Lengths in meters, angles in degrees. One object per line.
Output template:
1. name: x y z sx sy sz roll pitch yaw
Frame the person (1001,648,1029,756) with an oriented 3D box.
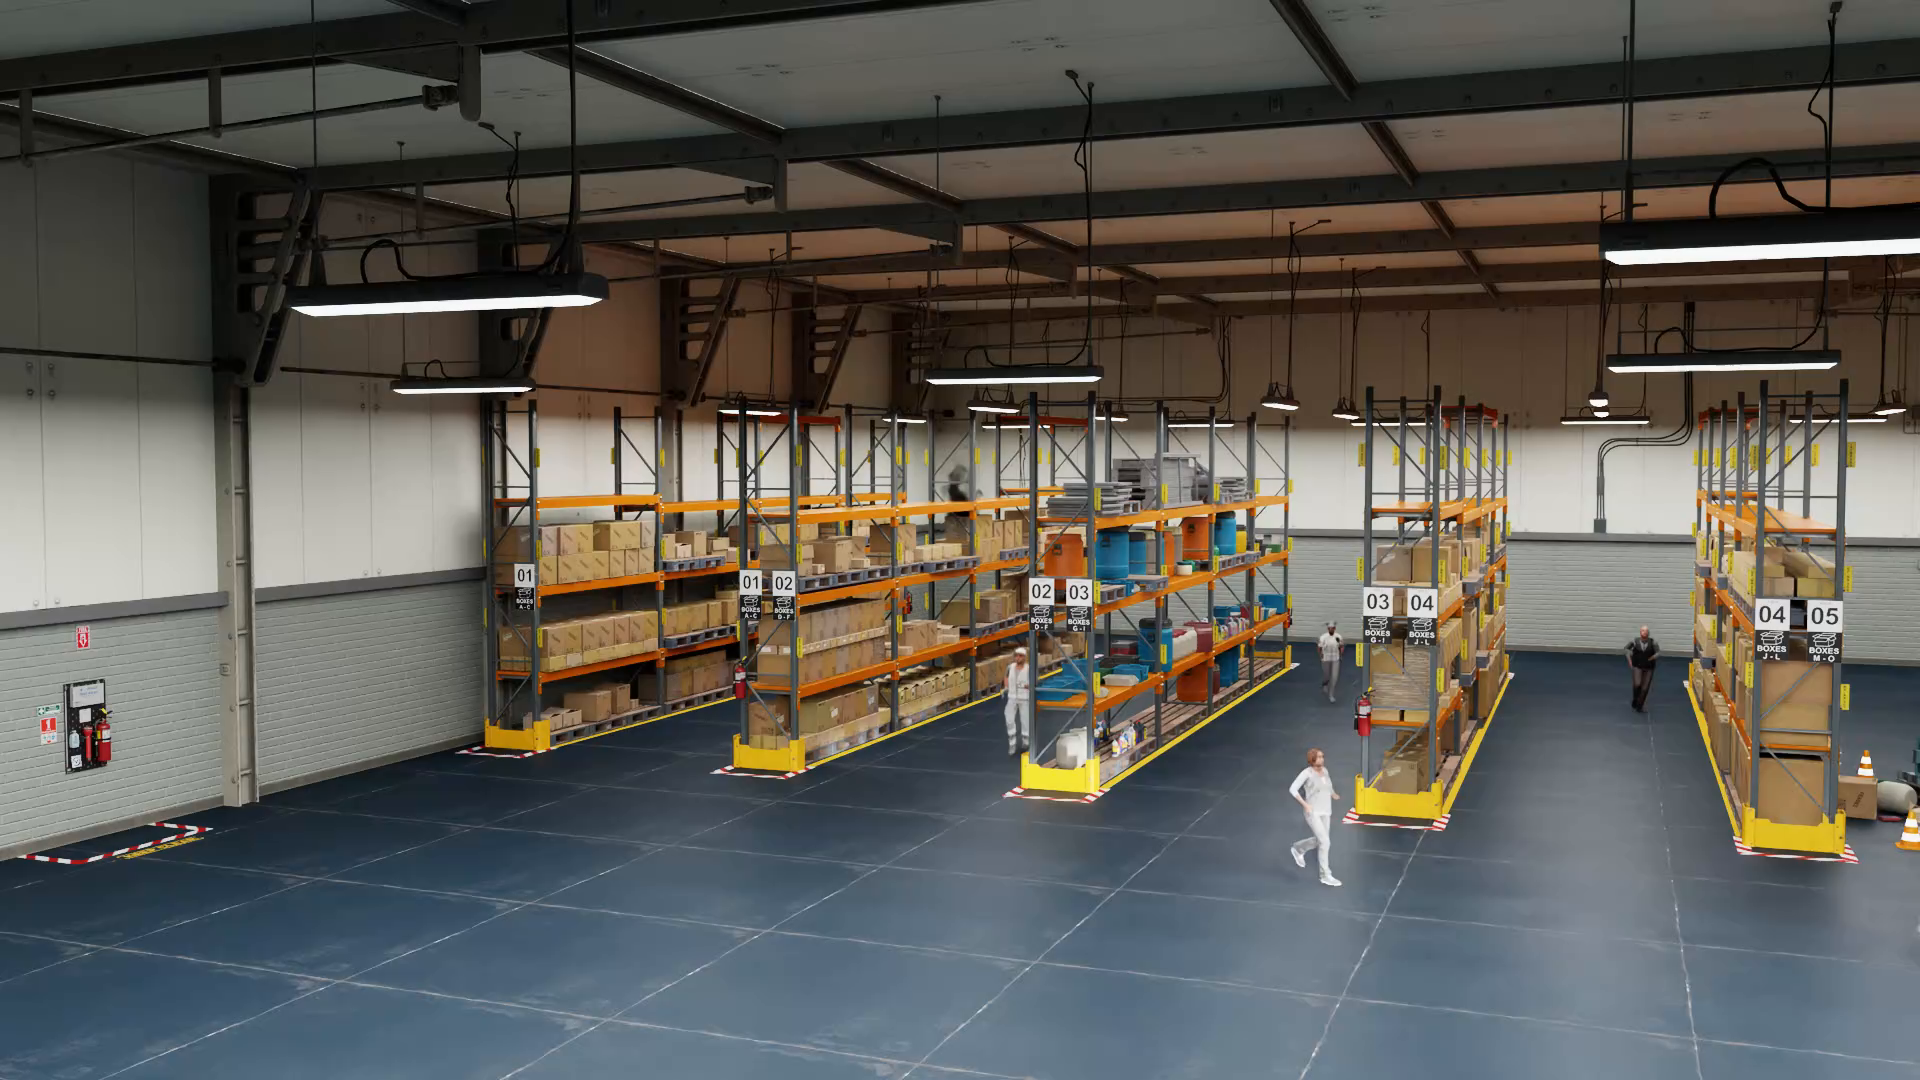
1. person: 0.991 2.725 28.069 0.640 1.821 0.741 1 3 15

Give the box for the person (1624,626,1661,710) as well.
1. person: 13.459 2.570 32.764 0.657 1.607 0.663 1 3 16

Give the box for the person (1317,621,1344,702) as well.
1. person: 7.675 2.485 34.428 0.565 1.669 0.761 0 3 5

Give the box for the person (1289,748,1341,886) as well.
1. person: 4.188 3.238 19.650 0.547 1.571 0.823 -2 4 -37
